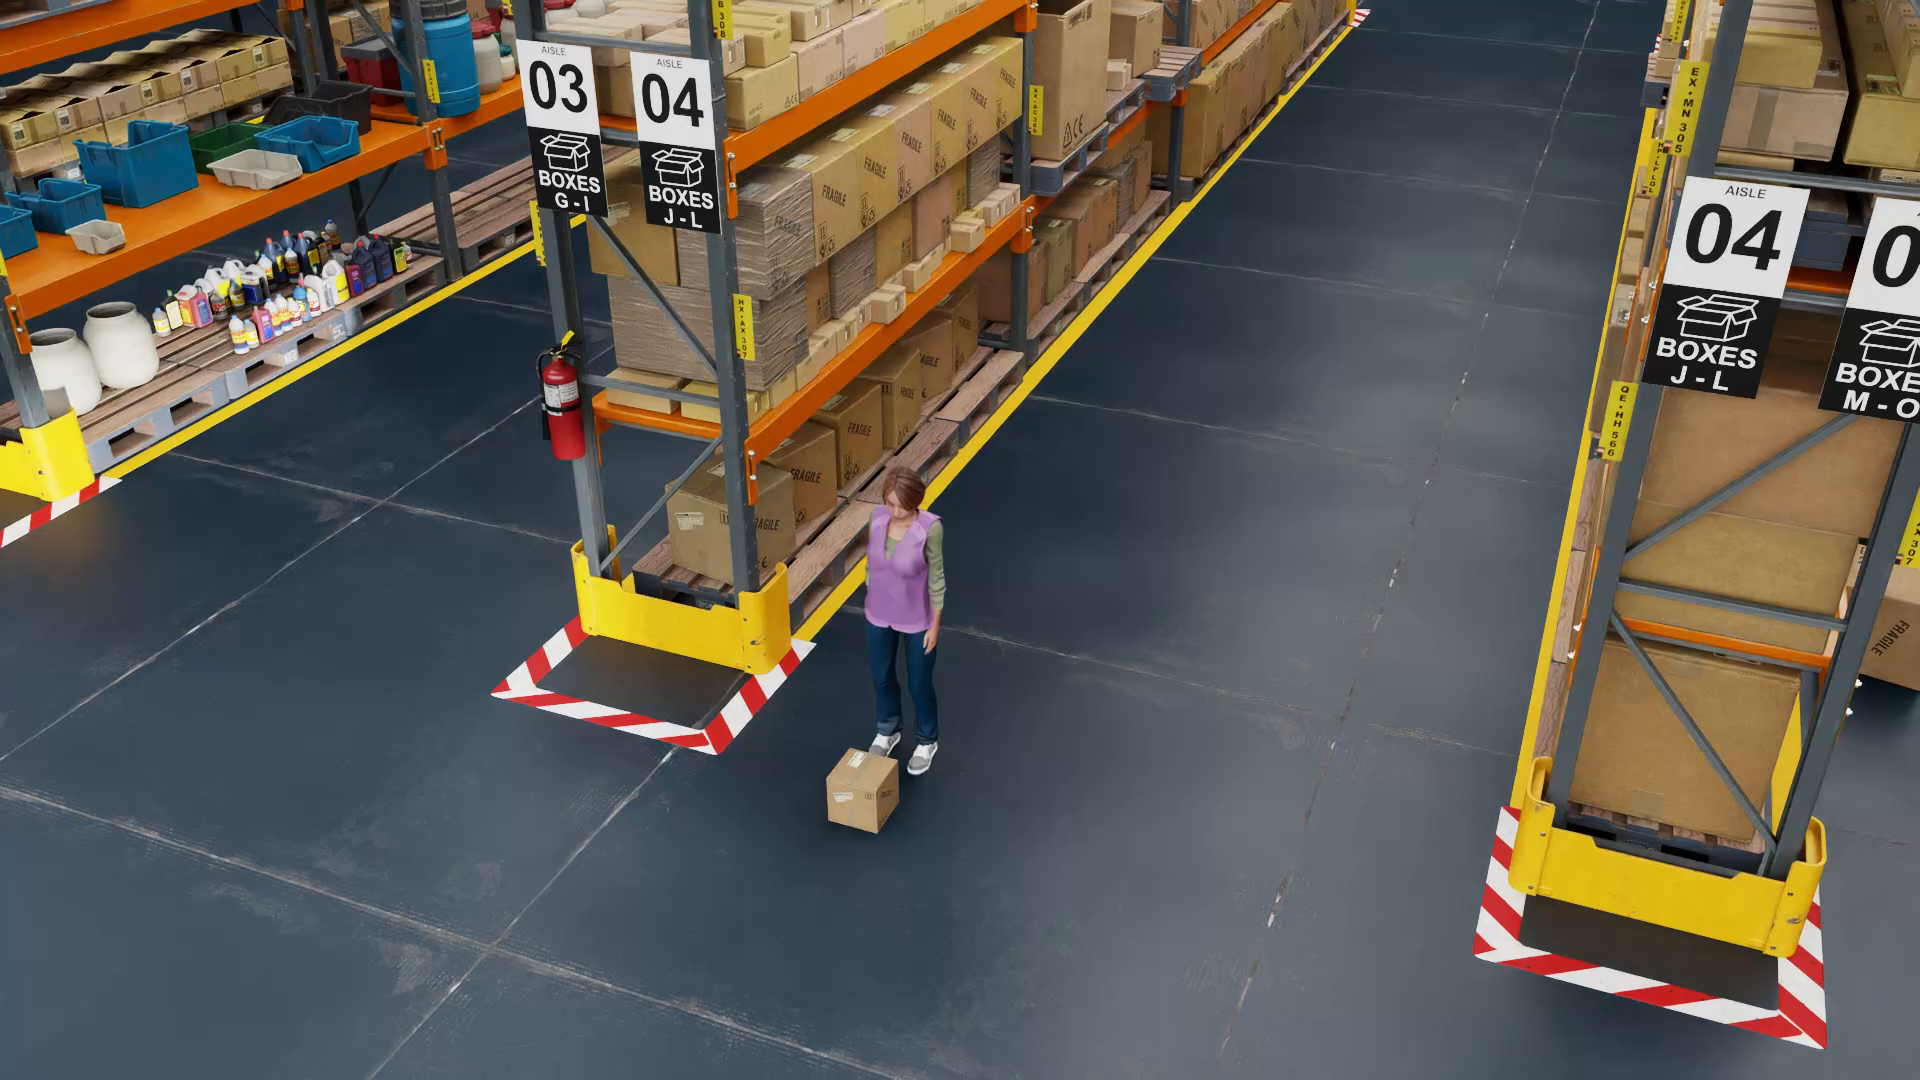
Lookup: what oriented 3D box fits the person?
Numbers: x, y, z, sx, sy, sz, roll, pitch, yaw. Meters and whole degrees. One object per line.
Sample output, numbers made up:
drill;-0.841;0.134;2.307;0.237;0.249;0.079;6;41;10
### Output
person;-0.254;0.374;7.761;0.407;1.589;0.299;12;32;20
